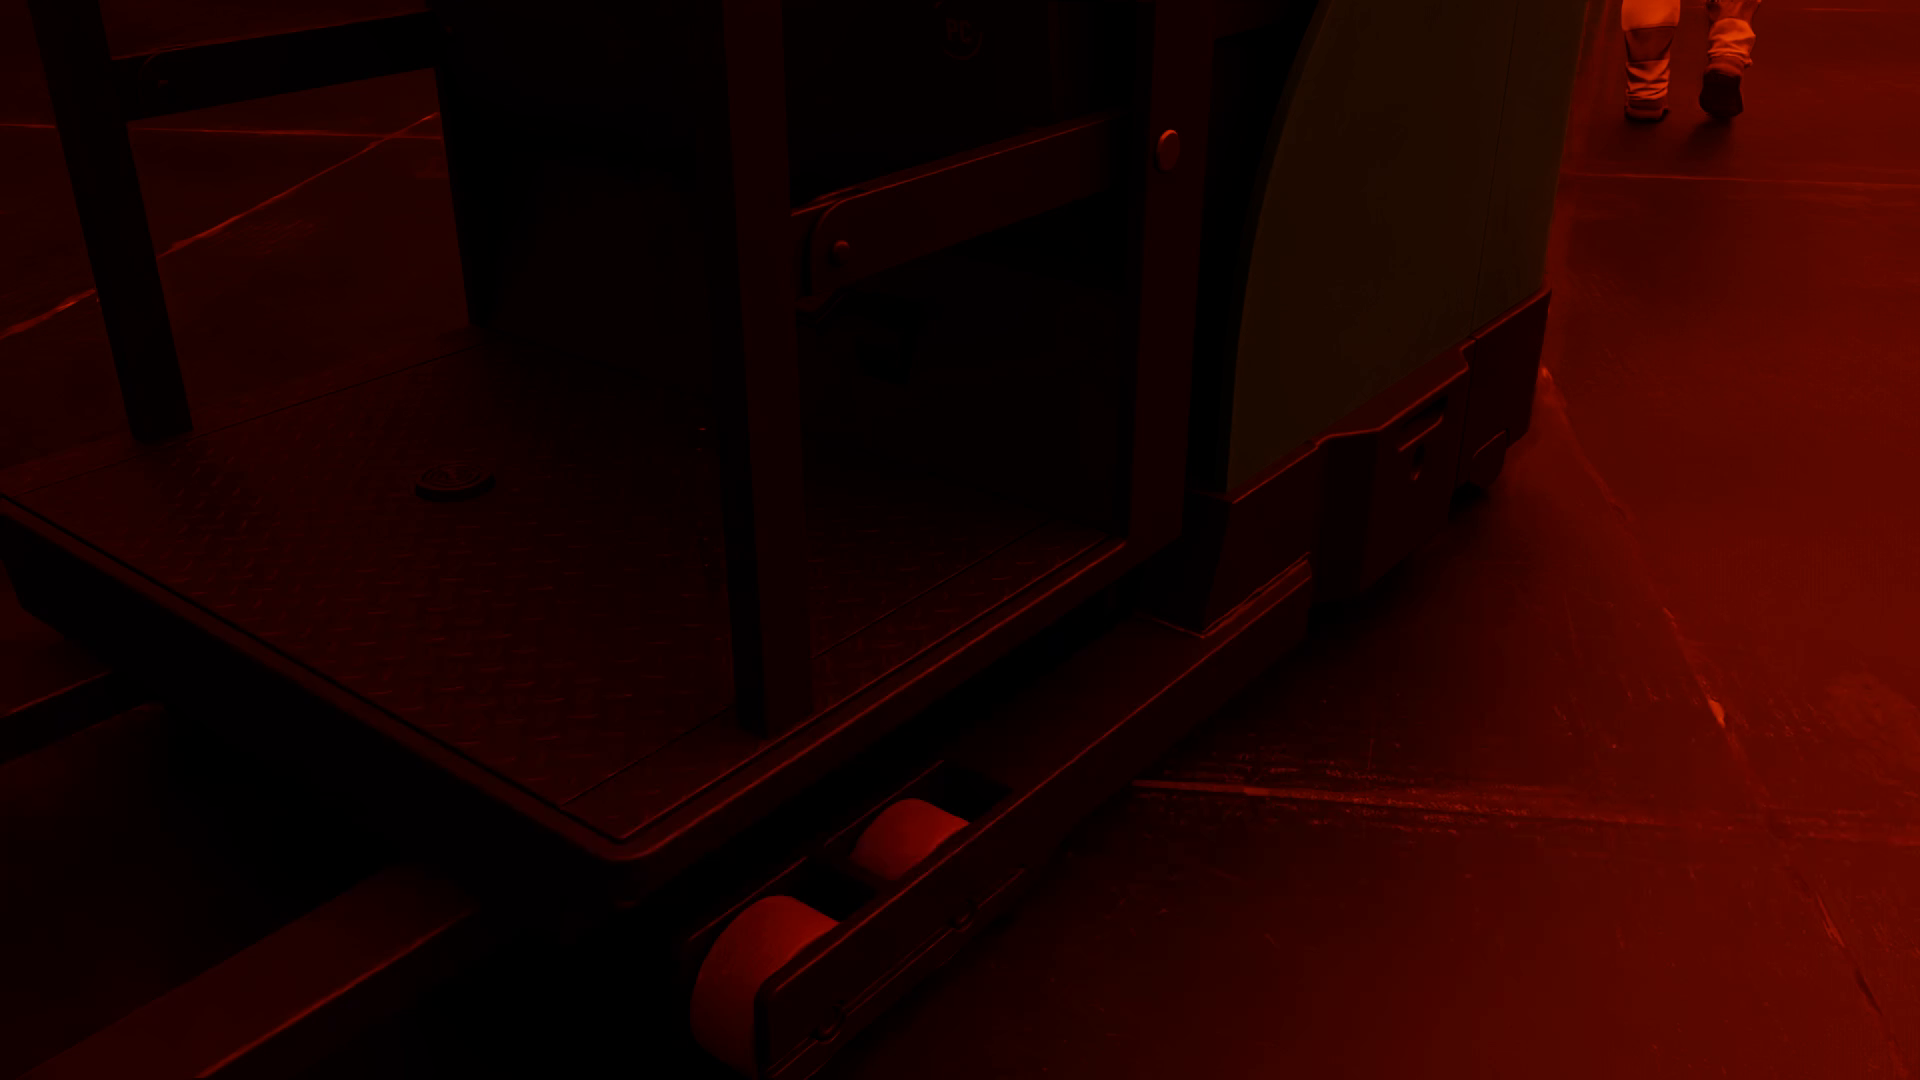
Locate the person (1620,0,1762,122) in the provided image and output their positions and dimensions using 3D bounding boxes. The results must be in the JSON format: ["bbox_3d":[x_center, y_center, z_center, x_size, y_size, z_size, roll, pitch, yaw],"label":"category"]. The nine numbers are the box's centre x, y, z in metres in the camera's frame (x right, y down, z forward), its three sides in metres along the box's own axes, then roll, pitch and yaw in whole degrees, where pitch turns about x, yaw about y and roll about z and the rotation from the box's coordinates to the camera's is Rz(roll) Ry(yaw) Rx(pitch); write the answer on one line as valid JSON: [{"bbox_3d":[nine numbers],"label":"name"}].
[{"bbox_3d":[2.095,-2.097,4.746,0.806,1.759,0.480,10,28,19],"label":"person"}]

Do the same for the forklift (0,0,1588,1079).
[{"bbox_3d":[-0.378,-1.068,1.357,1.130,2.935,3.031,19,32,34],"label":"forklift"}]
